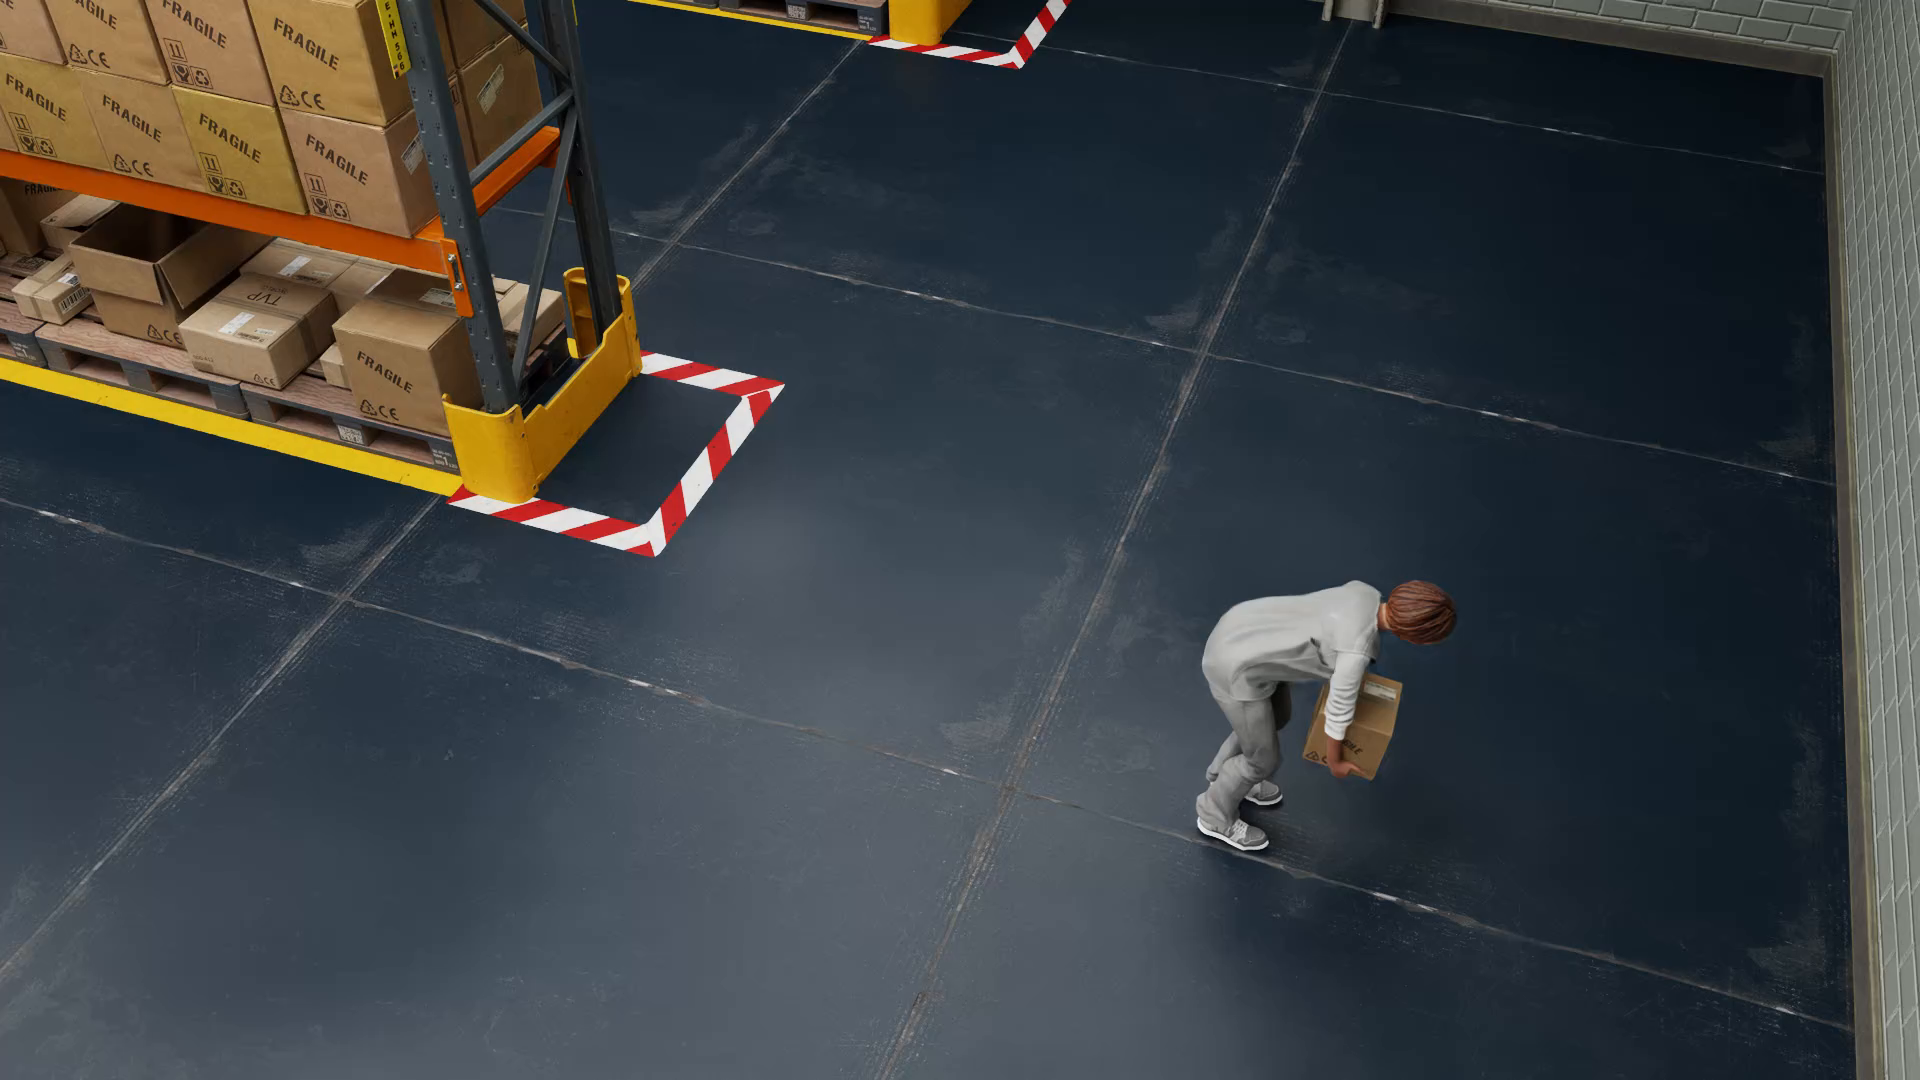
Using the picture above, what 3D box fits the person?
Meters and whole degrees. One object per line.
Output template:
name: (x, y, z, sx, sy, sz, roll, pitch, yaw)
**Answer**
person: (1.039, 0.424, 5.691, 0.371, 1.602, 0.445, 13, 44, 14)
